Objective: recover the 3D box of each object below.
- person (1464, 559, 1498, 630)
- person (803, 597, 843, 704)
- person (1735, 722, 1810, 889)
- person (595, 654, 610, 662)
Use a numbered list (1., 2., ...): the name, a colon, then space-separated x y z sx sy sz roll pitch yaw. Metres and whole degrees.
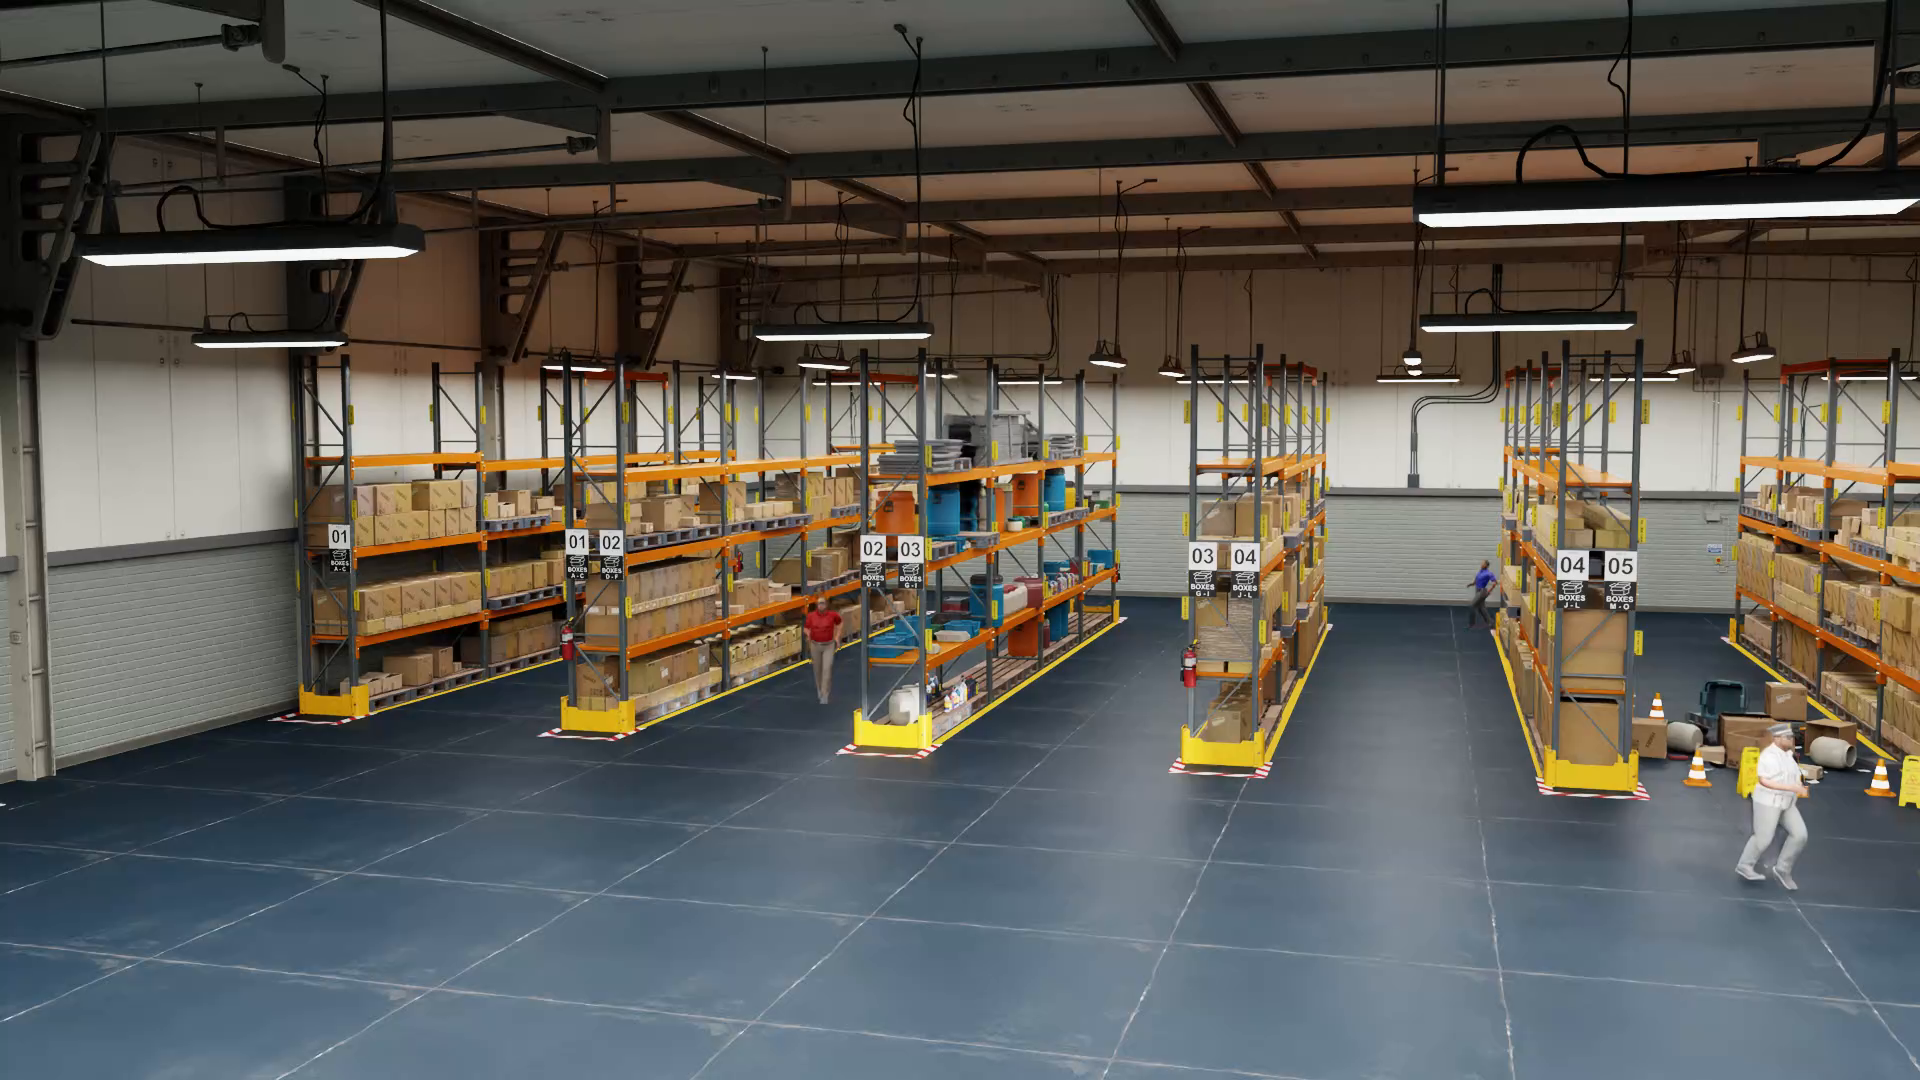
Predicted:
1. person: 12.166 1.290 38.797 0.736 1.681 0.632 0 4 -4
2. person: -2.264 1.807 27.498 0.647 1.766 0.878 0 4 1
3. person: 8.639 2.820 17.607 0.598 1.829 0.788 -2 5 -30
4. person: -6.472 1.820 30.205 0.703 1.739 1.007 1 4 8
